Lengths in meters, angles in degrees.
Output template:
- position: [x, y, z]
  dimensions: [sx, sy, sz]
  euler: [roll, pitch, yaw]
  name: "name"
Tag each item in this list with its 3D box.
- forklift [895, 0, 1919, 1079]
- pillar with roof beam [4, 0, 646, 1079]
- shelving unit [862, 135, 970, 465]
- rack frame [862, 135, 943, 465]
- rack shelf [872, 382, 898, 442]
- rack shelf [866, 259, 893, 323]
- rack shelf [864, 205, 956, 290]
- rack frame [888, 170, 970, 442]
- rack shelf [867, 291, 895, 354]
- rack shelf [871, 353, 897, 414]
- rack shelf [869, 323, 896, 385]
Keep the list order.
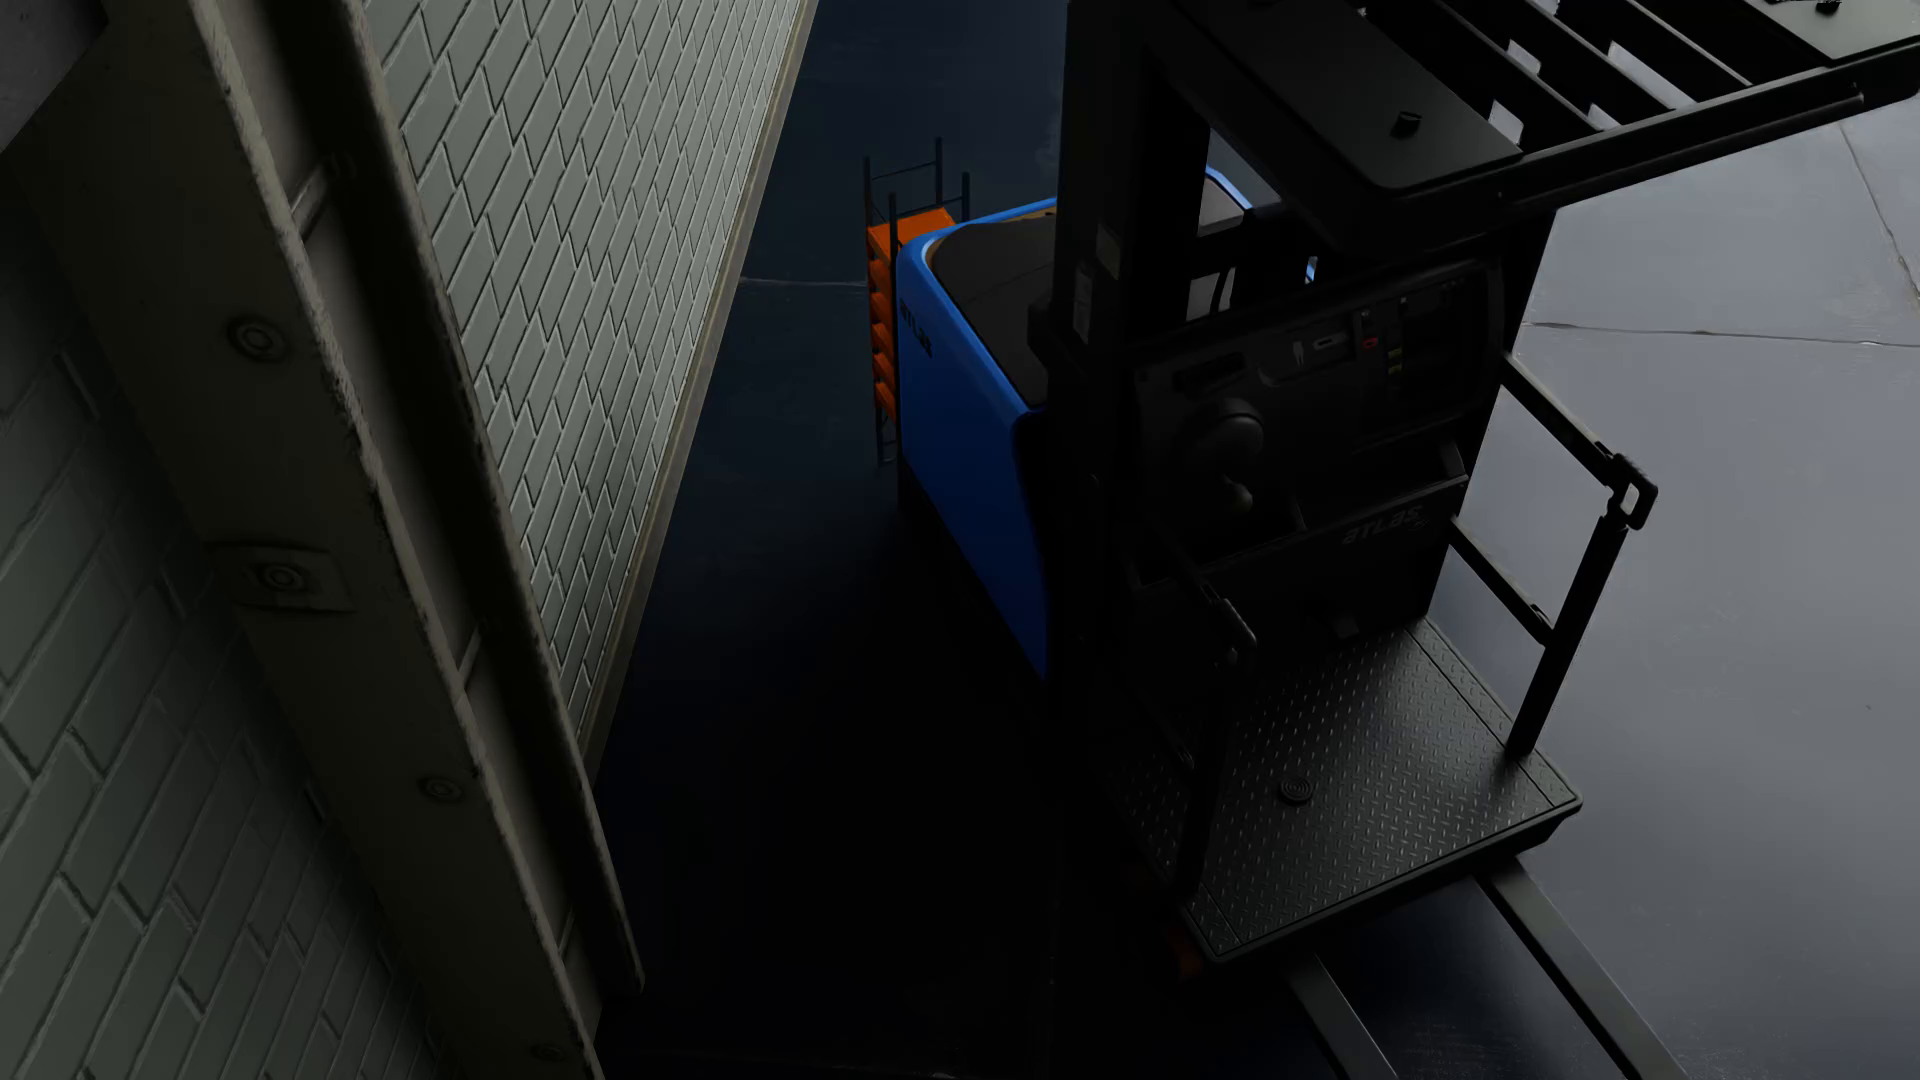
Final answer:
- position: [0.881, -0.244, 3.487]
  dimensions: [1.130, 2.935, 3.031]
  euler: [-19, 50, -16]
  name: "forklift"
- position: [3.316, -1.504, 0.527]
  dimensions: [9.100, 9.000, 0.400]
  euler: [4, 48, 4]
  name: "pillar with roof beam"
- position: [-0.122, -0.629, 5.012]
  dimensions: [0.258, 1.200, 0.189]
  euler: [-19, 50, -16]
  name: "shelving unit"
- position: [-0.160, -0.690, 5.068]
  dimensions: [0.240, 1.200, 0.006]
  euler: [-19, 50, -16]
  name: "rack frame"
- position: [-0.122, -0.437, 5.222]
  dimensions: [0.258, 0.103, 0.180]
  euler: [-19, 50, -16]
  name: "rack shelf"
- position: [-0.122, -0.761, 4.868]
  dimensions: [0.258, 0.103, 0.180]
  euler: [-19, 50, -16]
  name: "rack shelf"
- position: [-0.122, -0.842, 4.779]
  dimensions: [0.258, 0.103, 0.180]
  euler: [-19, 50, -16]
  name: "rack shelf"
- position: [-0.083, -0.568, 4.956]
  dimensions: [0.240, 1.200, 0.006]
  euler: [-19, 50, -16]
  name: "rack frame"
- position: [-0.122, -0.680, 4.956]
  dimensions: [0.258, 0.103, 0.180]
  euler: [-19, 50, -16]
  name: "rack shelf"
- position: [-0.122, -0.518, 5.133]
  dimensions: [0.258, 0.103, 0.180]
  euler: [-19, 50, -16]
  name: "rack shelf"
- position: [-0.122, -0.599, 5.045]
  dimensions: [0.258, 0.103, 0.180]
  euler: [-19, 50, -16]
  name: "rack shelf"
